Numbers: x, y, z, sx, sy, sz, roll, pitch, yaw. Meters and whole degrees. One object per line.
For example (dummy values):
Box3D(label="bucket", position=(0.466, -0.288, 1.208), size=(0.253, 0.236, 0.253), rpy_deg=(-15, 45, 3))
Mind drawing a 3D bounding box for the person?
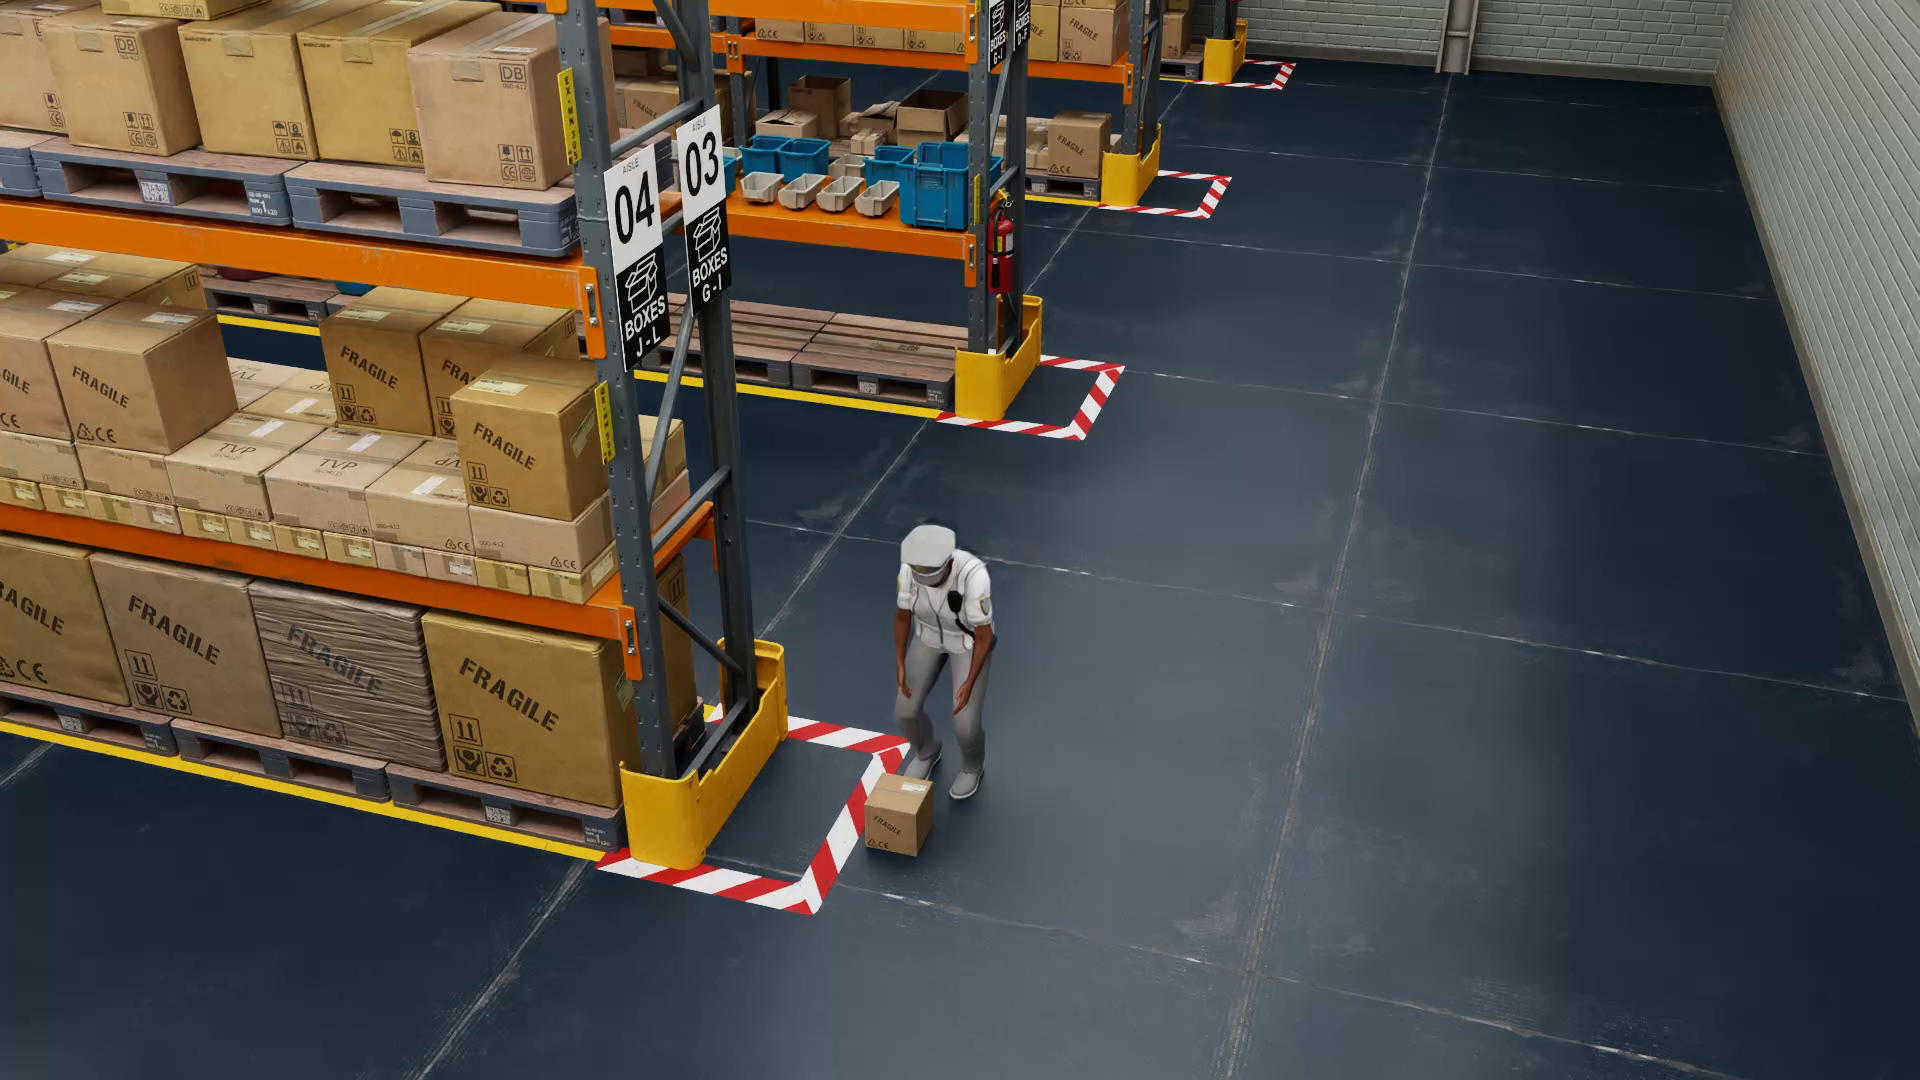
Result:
Box3D(label="person", position=(-0.060, 0.544, 7.726), size=(0.490, 1.487, 0.628), rpy_deg=(13, 32, 22))
